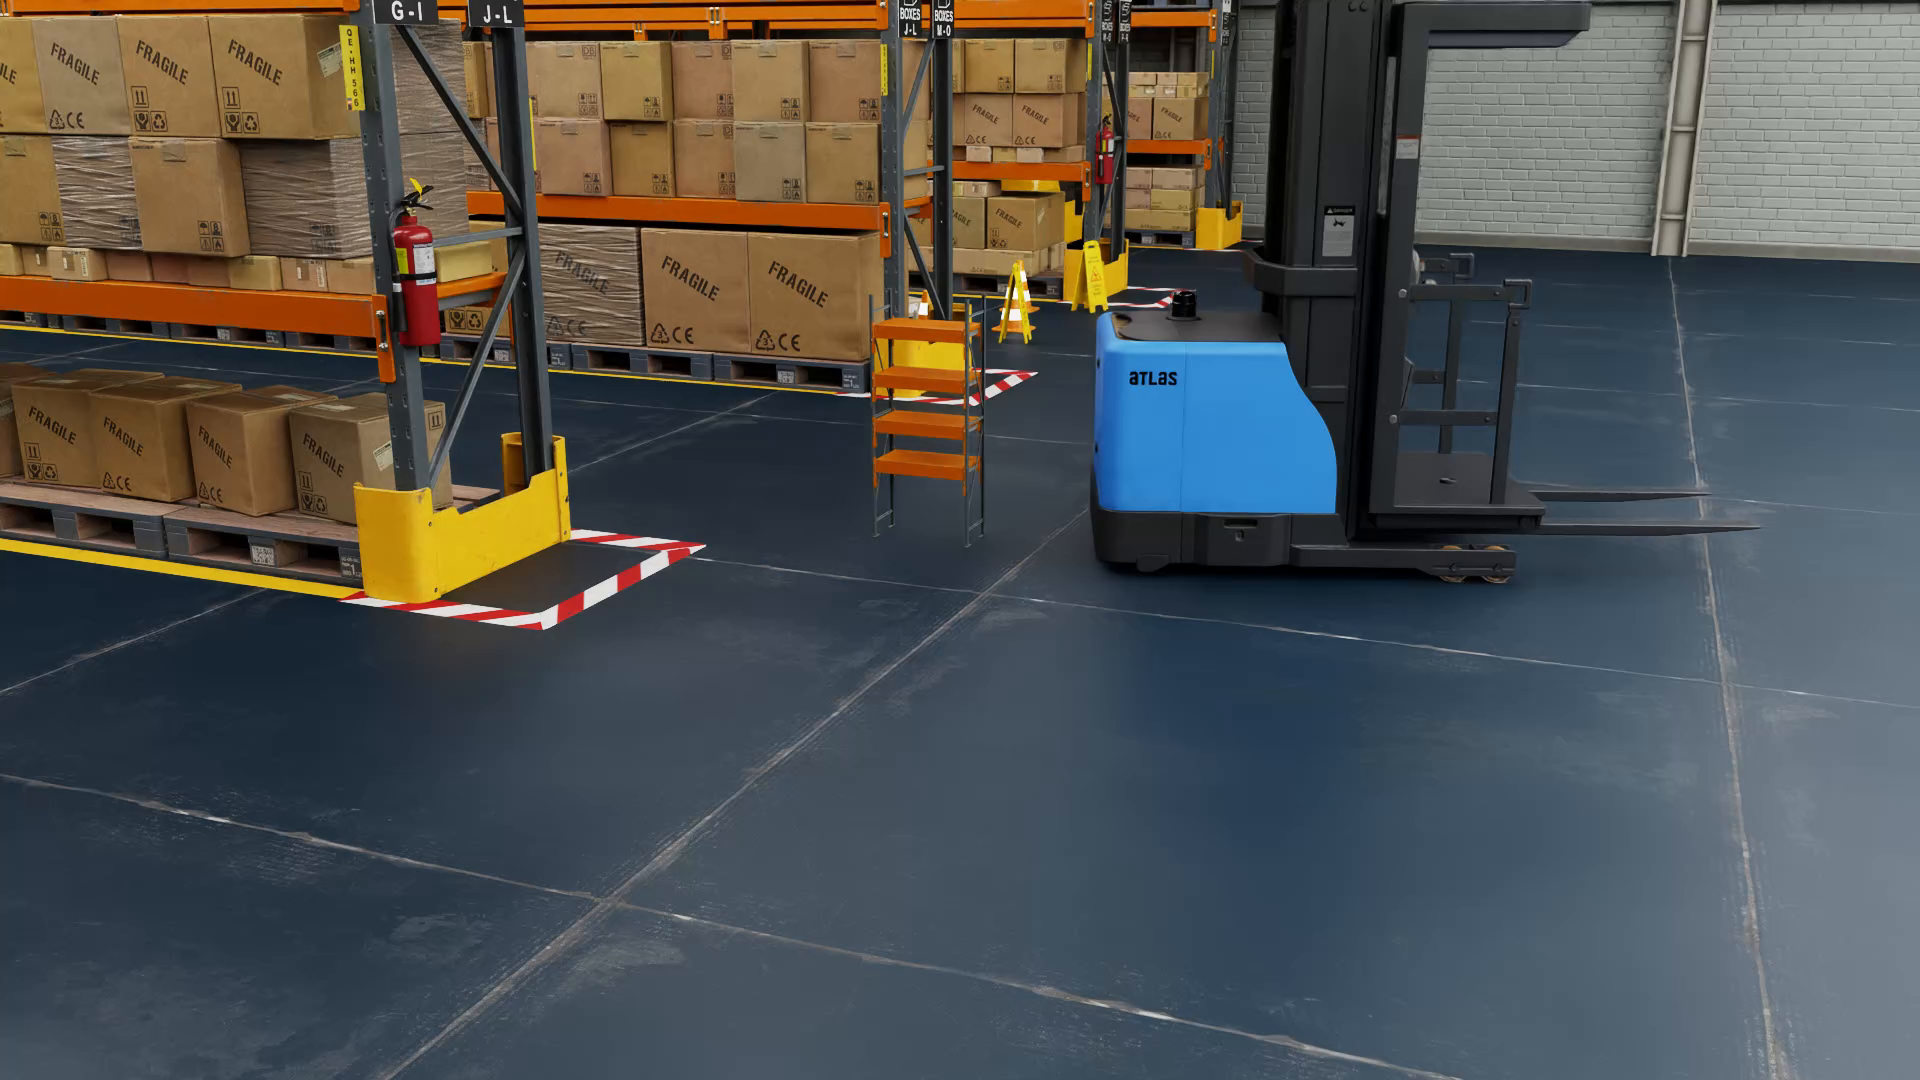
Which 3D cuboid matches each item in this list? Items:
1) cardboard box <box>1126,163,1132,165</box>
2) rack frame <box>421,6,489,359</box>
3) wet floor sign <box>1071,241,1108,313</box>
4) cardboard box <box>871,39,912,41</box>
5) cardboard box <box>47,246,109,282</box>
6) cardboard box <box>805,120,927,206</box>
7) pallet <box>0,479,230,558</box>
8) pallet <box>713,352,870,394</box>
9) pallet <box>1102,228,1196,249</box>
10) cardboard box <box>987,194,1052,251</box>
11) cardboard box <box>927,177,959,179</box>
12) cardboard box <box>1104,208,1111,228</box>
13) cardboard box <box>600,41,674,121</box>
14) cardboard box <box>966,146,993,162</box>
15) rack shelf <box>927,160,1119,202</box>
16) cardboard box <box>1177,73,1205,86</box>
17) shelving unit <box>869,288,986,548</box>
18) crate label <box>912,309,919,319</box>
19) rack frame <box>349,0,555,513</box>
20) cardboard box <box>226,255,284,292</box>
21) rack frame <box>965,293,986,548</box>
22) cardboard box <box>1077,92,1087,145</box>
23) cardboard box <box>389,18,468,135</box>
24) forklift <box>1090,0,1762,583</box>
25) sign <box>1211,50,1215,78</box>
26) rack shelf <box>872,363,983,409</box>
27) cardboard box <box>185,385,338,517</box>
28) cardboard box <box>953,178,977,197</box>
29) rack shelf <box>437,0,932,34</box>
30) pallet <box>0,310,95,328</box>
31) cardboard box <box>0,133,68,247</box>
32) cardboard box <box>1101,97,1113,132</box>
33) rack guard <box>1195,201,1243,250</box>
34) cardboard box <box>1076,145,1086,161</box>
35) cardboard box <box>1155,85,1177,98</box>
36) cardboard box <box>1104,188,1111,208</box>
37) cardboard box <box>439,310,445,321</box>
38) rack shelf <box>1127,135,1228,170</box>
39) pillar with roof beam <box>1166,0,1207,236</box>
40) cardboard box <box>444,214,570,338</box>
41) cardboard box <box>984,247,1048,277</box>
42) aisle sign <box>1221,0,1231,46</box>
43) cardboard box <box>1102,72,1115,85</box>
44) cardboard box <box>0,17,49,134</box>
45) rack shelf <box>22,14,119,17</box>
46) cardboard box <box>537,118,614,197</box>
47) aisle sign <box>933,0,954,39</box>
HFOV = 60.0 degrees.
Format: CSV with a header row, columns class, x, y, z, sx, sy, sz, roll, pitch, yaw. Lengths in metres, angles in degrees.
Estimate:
class,x,y,z,sx,sy,sz,roll,pitch,yaw
cardboard box,1.944,-4.741,21.509,0.500,0.250,0.500,6,17,20
rack frame,-4.012,-3.004,13.143,0.127,3.000,1.000,6,17,21
wet floor sign,1.215,-2.462,15.496,0.232,0.644,0.267,14,21,40
cardboard box,-0.517,-4.722,16.554,0.500,0.500,0.700,6,17,20
cardboard box,-3.980,-1.300,7.723,0.250,0.149,0.380,6,17,21
cardboard box,-0.653,-2.694,11.803,0.550,0.550,0.875,6,17,21
pallet,-4.149,-0.205,8.503,1.213,0.211,1.003,6,17,21
pallet,-1.063,-1.318,12.334,1.213,0.211,1.003,6,17,21
pallet,2.522,-3.905,21.248,1.213,0.211,1.003,6,17,21
cardboard box,0.590,-3.145,16.461,0.500,0.500,0.500,6,17,21
cardboard box,-0.137,-4.817,21.771,0.500,0.250,0.500,6,17,20
cardboard box,1.775,-4.131,21.203,0.500,0.250,0.500,6,17,21
cardboard box,-2.179,-3.379,12.228,0.500,0.550,0.875,6,17,21
cardboard box,0.247,-3.799,16.330,0.250,0.149,0.380,7,17,22
rack shelf,-0.429,-3.749,16.996,4.000,0.370,1.077,6,17,21
cardboard box,2.839,-5.662,20.419,0.250,0.149,0.380,6,17,21
shelving unit,-0.154,-0.593,8.065,0.503,1.200,0.258,6,17,21
crate label,-0.287,-1.966,14.699,0.298,0.136,0.250,-2,16,-8
rack frame,-2.205,-1.319,7.338,0.127,3.000,1.000,6,17,21
cardboard box,-3.029,-1.212,7.420,0.250,0.149,0.380,6,17,21
rack frame,0.073,-0.568,7.979,0.015,1.200,0.240,6,17,21
cardboard box,1.092,-4.201,16.550,0.500,0.500,0.500,6,17,20
cardboard box,-2.616,-2.117,7.580,0.500,0.500,0.500,6,17,21
forklift,2.158,-1.364,7.615,3.031,2.935,1.130,1,16,2
sign,3.037,-5.708,19.952,0.005,0.325,0.100,6,17,21
rack shelf,-0.154,-0.743,8.021,0.480,0.148,0.258,6,17,21
cardboard box,-3.348,-0.441,8.043,0.500,0.500,0.500,12,20,35
cardboard box,-0.008,-3.503,16.531,0.250,0.149,0.380,7,17,22
rack shelf,-2.151,-3.895,12.120,4.000,0.370,1.077,6,17,21
pallet,-8.459,-2.155,15.218,1.213,0.211,1.003,6,17,21
cardboard box,-4.126,-1.710,7.971,0.500,0.500,0.875,6,17,21
cardboard box,1.739,-5.315,20.923,0.500,0.500,0.500,6,17,20
rack guard,3.271,-3.974,20.967,0.348,0.500,1.175,6,17,21
cardboard box,1.191,-3.857,16.531,0.250,0.149,0.380,6,17,21
cardboard box,2.575,-5.518,20.458,0.250,0.149,0.380,7,17,22
cardboard box,1.731,-4.369,21.124,0.500,0.250,0.500,6,17,19
cardboard box,-4.622,-2.166,13.536,0.750,0.750,1.050,6,17,20
rack shelf,1.389,-5.036,21.432,4.000,0.370,1.077,6,17,21
pillar with roof beam,1.353,-7.247,16.995,0.400,9.000,9.100,6,17,21
cardboard box,-3.453,-2.103,13.096,0.875,0.875,0.875,7,17,21
cardboard box,0.558,-2.786,16.569,0.500,0.250,0.500,6,17,20
aisle sign,3.202,-6.343,19.979,0.004,0.787,0.394,6,17,21
cardboard box,1.857,-5.741,20.693,0.250,0.149,0.380,7,18,22
cardboard box,-4.201,-2.137,7.649,0.500,0.500,0.500,6,17,21
rack shelf,-11.592,-6.417,20.806,4.000,0.370,1.077,6,17,21
cardboard box,-2.685,-2.906,12.533,0.550,0.550,0.875,6,17,21
aisle sign,-0.115,-3.914,11.614,0.004,0.787,0.394,6,17,21
